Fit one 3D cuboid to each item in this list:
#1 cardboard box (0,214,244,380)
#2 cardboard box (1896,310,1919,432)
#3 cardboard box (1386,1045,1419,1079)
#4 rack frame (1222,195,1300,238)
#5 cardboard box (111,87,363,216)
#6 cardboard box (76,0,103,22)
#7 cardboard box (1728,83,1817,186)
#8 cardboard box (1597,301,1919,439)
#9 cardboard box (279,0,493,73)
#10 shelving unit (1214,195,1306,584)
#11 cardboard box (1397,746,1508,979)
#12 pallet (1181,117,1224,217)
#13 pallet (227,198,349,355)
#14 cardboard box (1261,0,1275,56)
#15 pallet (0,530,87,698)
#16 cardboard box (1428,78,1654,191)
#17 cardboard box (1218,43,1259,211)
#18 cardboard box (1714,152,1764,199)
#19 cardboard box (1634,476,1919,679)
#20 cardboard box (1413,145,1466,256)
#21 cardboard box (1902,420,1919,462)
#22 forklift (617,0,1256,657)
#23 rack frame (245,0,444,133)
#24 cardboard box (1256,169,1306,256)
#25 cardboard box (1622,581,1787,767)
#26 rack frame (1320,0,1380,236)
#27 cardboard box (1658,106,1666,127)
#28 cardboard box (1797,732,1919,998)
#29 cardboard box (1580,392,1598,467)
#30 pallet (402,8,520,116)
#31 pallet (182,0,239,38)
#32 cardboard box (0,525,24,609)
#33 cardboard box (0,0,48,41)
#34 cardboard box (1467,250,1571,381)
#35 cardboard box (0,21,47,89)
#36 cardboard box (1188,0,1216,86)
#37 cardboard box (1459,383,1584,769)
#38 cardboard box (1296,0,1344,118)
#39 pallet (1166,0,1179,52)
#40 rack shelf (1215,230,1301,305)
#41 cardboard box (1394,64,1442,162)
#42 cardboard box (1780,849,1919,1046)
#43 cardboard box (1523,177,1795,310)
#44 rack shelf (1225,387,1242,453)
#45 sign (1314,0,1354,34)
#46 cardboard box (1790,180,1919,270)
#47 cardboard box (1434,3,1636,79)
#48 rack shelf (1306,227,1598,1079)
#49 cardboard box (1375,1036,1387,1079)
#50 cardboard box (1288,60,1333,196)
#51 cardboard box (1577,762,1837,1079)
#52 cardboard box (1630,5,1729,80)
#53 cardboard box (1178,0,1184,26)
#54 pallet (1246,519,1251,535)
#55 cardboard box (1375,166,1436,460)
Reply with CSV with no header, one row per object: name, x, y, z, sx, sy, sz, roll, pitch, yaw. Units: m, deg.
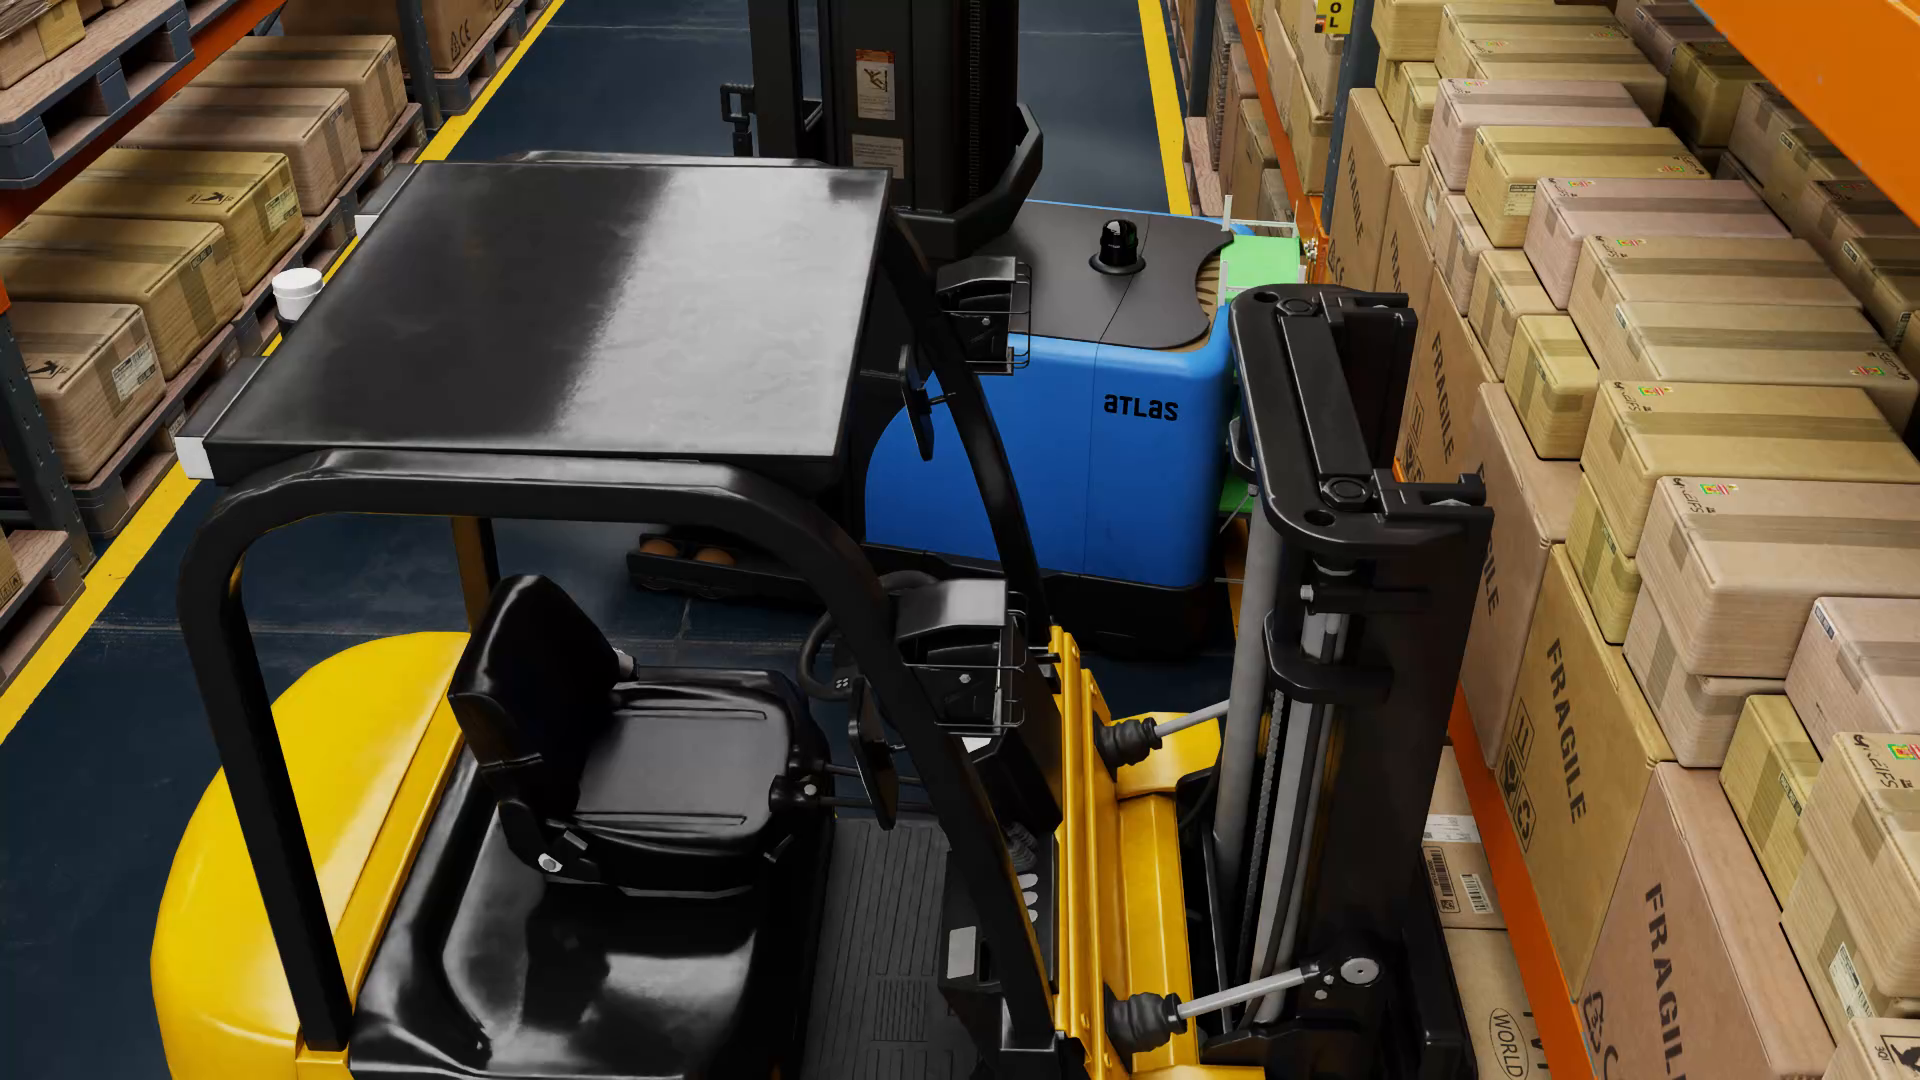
cardboard box,-3.388,-0.946,6.408,0.950,0.372,0.625,3,35,5
cardboard box,1.684,-0.229,2.557,0.380,0.149,0.250,1,35,2
cardboard box,1.105,1.152,3.093,0.500,0.250,0.500,1,35,1
rack frame,0.947,-0.566,5.510,0.240,1.200,0.015,5,34,7
cardboard box,-3.326,-1.782,7.596,0.950,0.372,0.625,1,35,1
cardboard box,-3.141,-1.822,5.588,0.380,0.149,0.250,3,35,5
cardboard box,1.820,-0.820,3.398,0.380,0.149,0.250,1,35,1
cardboard box,1.226,-0.245,2.580,0.380,0.149,0.250,2,35,3
cardboard box,-3.161,-3.131,9.079,0.875,0.875,0.875,1,35,1
shelving unit,0.910,-0.431,5.311,0.258,1.200,0.503,5,34,7
cardboard box,1.126,0.673,3.340,0.500,0.250,0.500,1,35,1
pallet,1.616,-1.708,7.997,1.003,0.211,1.213,1,35,2
pallet,-3.356,-1.144,7.195,1.003,0.211,1.213,1,35,2
cardboard box,1.351,-1.831,5.876,0.500,0.250,0.500,2,35,2
pallet,-3.424,0.392,5.008,1.003,0.211,1.213,1,35,2
cardboard box,1.184,-0.830,3.412,0.380,0.149,0.250,2,35,3
cardboard box,1.631,-1.788,7.385,0.875,0.625,0.625,2,35,3
cardboard box,1.805,-0.692,3.475,0.380,0.149,0.250,2,35,2
cardboard box,1.117,0.050,2.161,0.380,0.149,0.250,2,35,3
cardboard box,1.176,-0.713,3.504,0.380,0.149,0.250,2,35,3
cardboard box,1.724,-0.100,2.632,0.380,0.149,0.250,1,35,2
forklift,-0.605,-1.289,5.035,3.031,2.935,1.130,8,36,12
rack frame,-3.272,-3.433,8.027,1.000,3.000,0.127,1,35,2
cardboard box,1.576,-0.969,6.220,0.875,0.625,0.625,1,35,1
cardboard box,1.138,0.172,2.246,0.380,0.149,0.250,0,35,0
rack frame,1.527,-1.023,4.597,1.000,3.000,0.127,1,35,2
cardboard box,1.796,-0.994,3.904,0.380,0.149,0.250,0,35,1
cardboard box,1.133,0.343,1.743,0.380,0.149,0.250,2,35,3
cardboard box,1.228,-0.116,2.655,0.380,0.149,0.250,1,35,2
pallet,-3.165,-2.744,9.470,1.003,0.211,1.213,1,35,2
pallet,-3.310,-2.217,6.462,1.003,0.211,1.213,1,35,2
cardboard box,-3.188,0.164,4.934,0.500,0.250,0.500,3,35,4
cardboard box,-3.127,-1.732,4.895,0.500,0.500,0.500,2,35,3
cardboard box,1.172,-0.417,3.084,0.380,0.149,0.250,0,35,0
cardboard box,-3.095,-1.515,5.150,0.380,0.149,0.250,2,35,3
cardboard box,1.490,-2.718,8.817,0.500,0.500,0.500,2,35,3
cardboard box,1.184,0.064,2.963,0.500,0.500,0.500,2,35,2
cardboard box,1.292,-1.454,4.906,0.500,0.250,0.500,1,35,1
pallet,1.808,-3.307,10.272,1.003,0.211,1.213,1,35,2
rack shelf,0.910,-0.775,5.077,0.258,0.148,0.480,5,34,7
cardboard box,1.243,-1.003,3.918,0.380,0.149,0.250,2,35,3
cardboard box,1.153,0.468,1.824,0.380,0.149,0.250,2,35,3
cardboard box,1.246,-0.533,2.989,0.380,0.149,0.250,1,35,2
rack shelf,0.910,-0.378,5.347,0.258,0.148,0.480,5,34,7
sign,0.985,-1.471,4.296,0.100,0.325,0.005,1,35,2
cardboard box,1.733,-0.525,2.979,0.380,0.149,0.250,1,35,1
cardboard box,1.316,-1.122,3.827,0.380,0.149,0.250,2,35,3
rack shelf,1.447,0.421,3.168,1.077,0.370,4.000,1,35,2
cardboard box,1.127,1.080,3.631,0.500,0.250,0.500,2,35,3
cardboard box,1.286,-1.257,5.060,0.500,0.250,0.500,2,35,3
cardboard box,1.154,0.648,2.133,0.500,0.500,0.500,2,35,3
cardboard box,1.765,-1.117,3.821,0.380,0.149,0.250,0,35,1
cardboard box,1.539,-3.306,9.654,0.500,0.500,0.500,3,35,4
pallet,1.518,-0.306,6.002,1.003,0.211,1.213,1,35,2
cardboard box,1.244,-0.515,3.787,0.500,0.500,0.500,2,35,3
